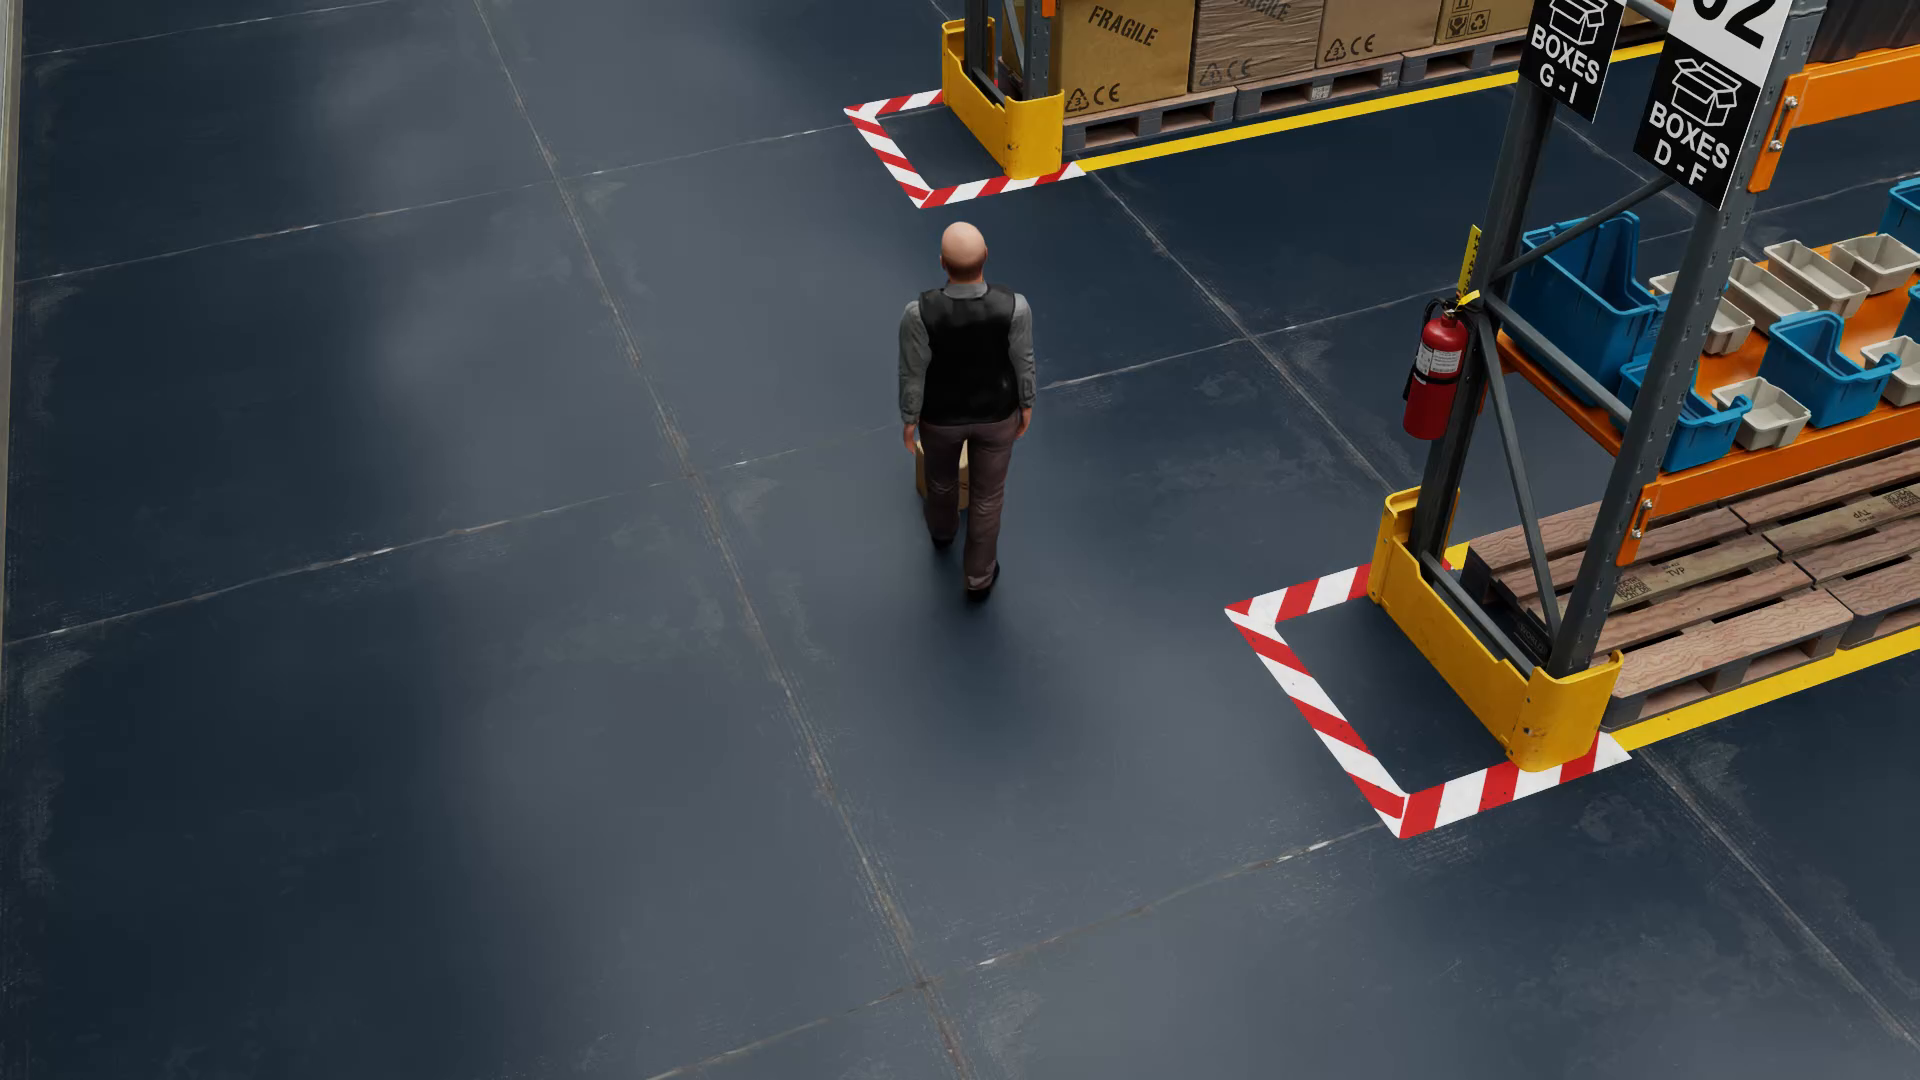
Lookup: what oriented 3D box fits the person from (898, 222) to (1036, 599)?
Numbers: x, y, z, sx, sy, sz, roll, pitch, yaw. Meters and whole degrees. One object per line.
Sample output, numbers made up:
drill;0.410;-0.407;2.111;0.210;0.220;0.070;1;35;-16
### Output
person;0.029;-0.581;6.823;0.553;1.719;0.685;0;41;0
